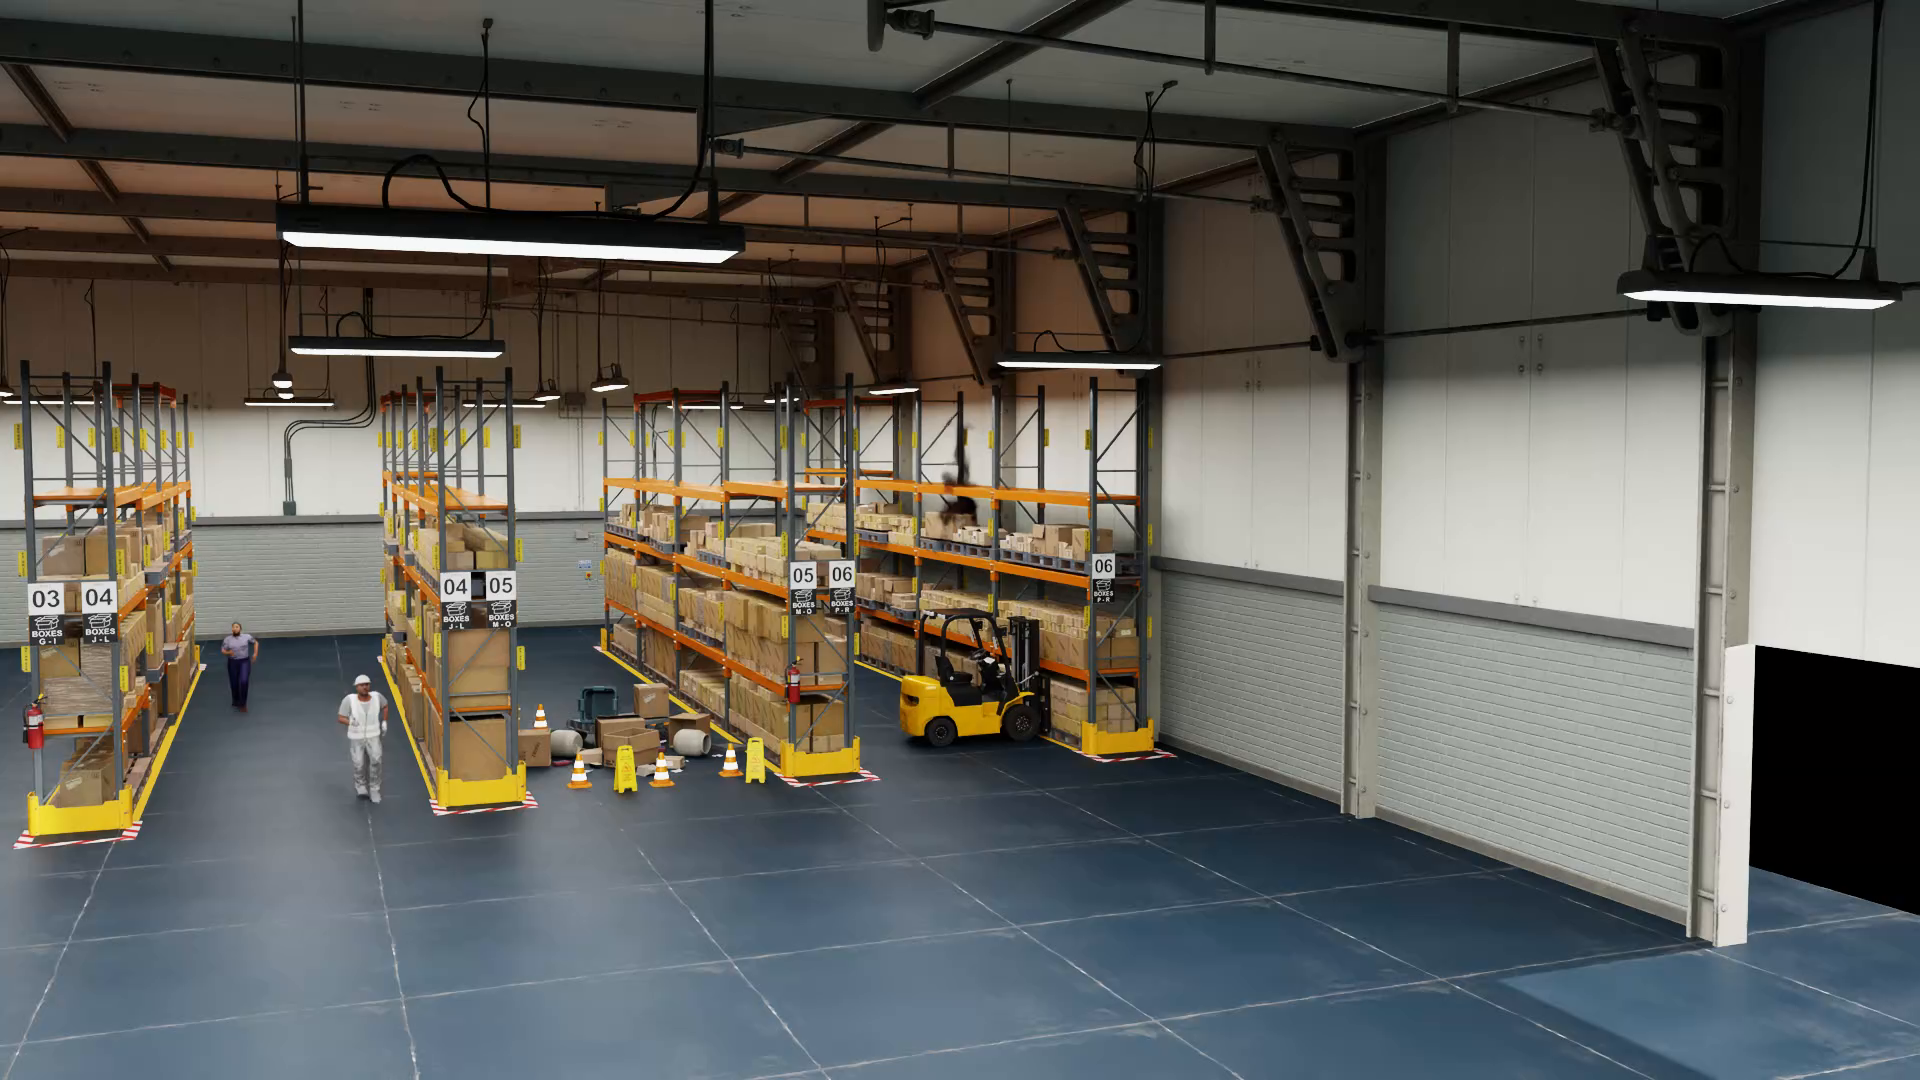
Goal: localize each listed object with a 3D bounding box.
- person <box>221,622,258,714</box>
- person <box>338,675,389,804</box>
[{"bbox_3d":[-13.337,2.353,30.771,0.606,1.686,0.802,-1,4,-17],"label":"person"},{"bbox_3d":[-8.238,2.745,23.008,0.691,1.788,0.802,-2,4,-26],"label":"person"}]
